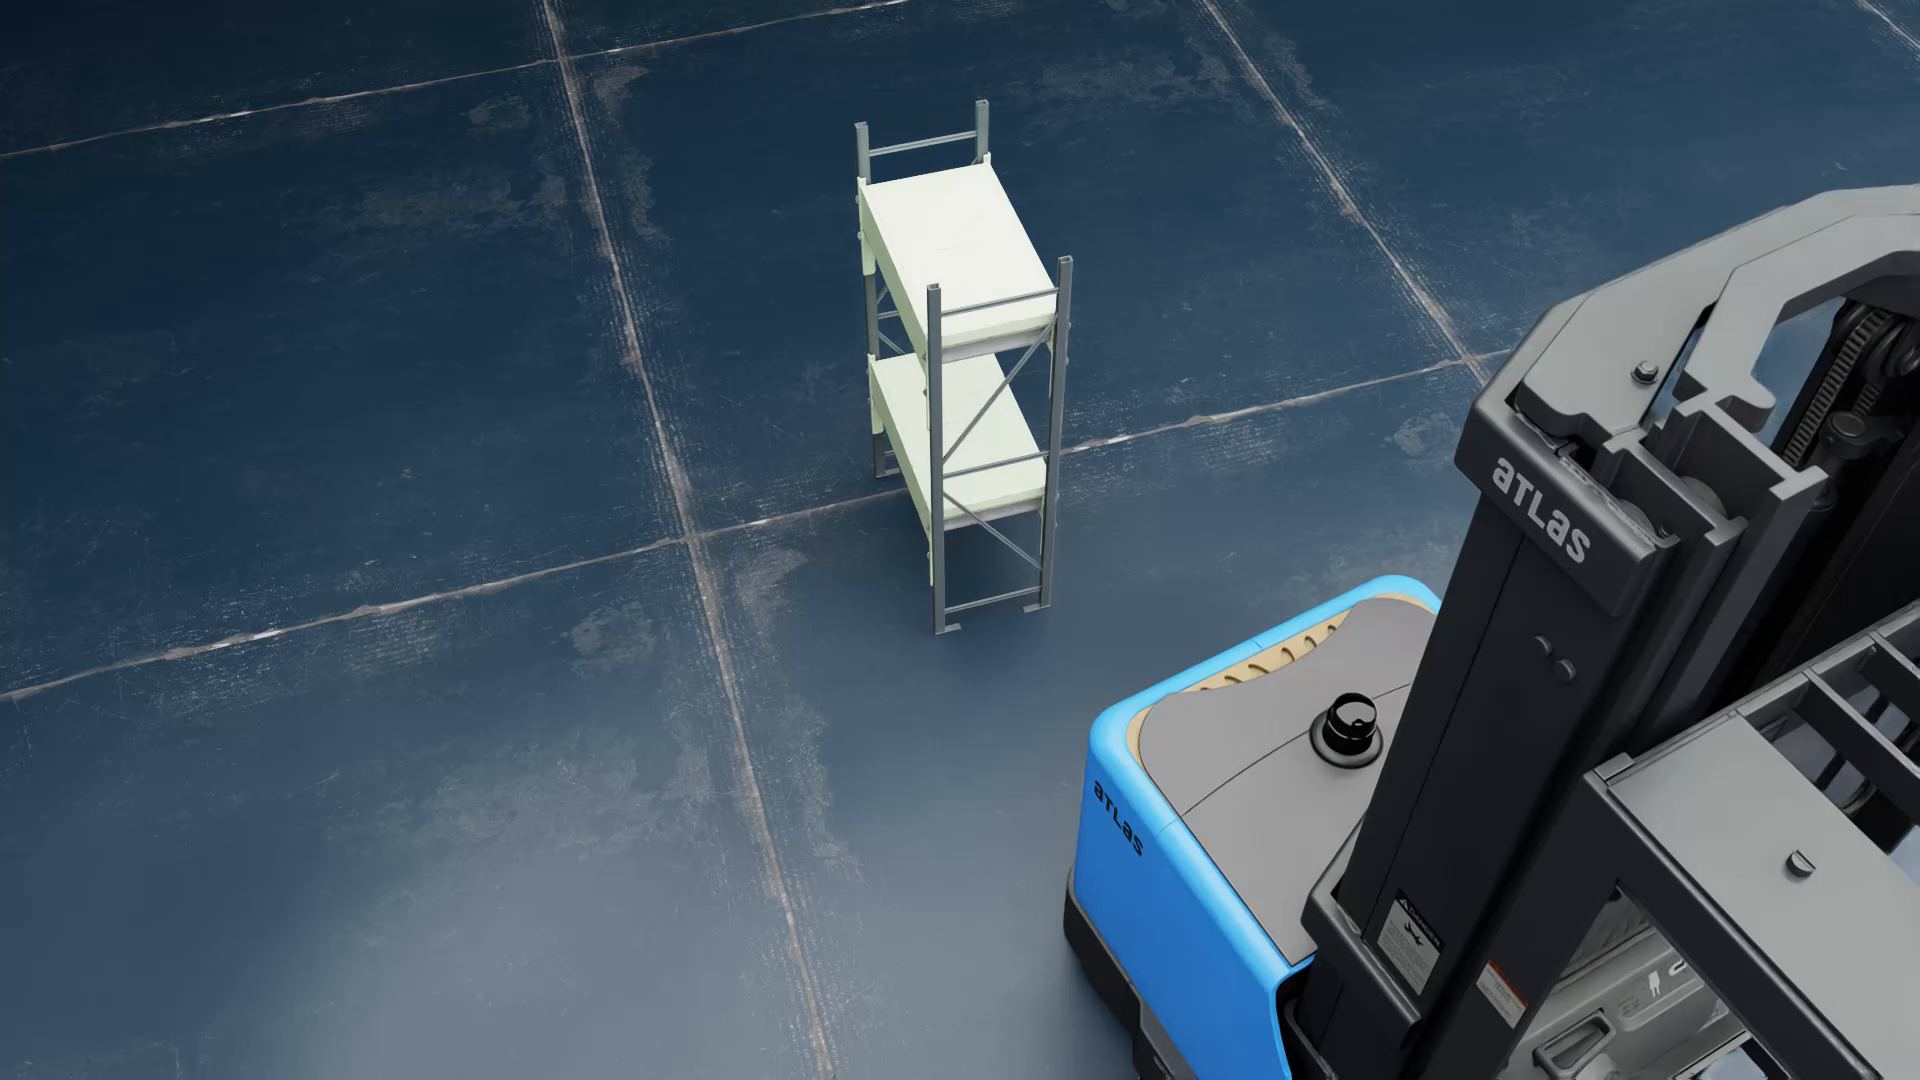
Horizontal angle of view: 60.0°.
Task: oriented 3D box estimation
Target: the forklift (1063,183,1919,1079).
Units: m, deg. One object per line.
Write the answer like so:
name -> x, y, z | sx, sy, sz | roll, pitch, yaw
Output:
forklift -> 1.456, 0.978, 3.009 | 1.130, 2.935, 3.031 | -23, 54, -18

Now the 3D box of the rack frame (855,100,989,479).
rack frame -> -0.110, -0.756, 5.406 | 0.400, 1.500, 0.023 | -13, 51, -11

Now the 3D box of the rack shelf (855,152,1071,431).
rack shelf -> -0.002, -0.740, 4.882 | 0.431, 0.370, 0.720 | -13, 51, -11

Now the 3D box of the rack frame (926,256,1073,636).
rack frame -> 0.106, -0.221, 4.955 | 0.400, 1.500, 0.023 | -13, 51, -11

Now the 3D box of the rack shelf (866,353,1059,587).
rack shelf -> -0.002, -0.278, 5.430 | 0.431, 0.370, 0.720 | -13, 51, -11

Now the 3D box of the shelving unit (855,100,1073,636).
shelving unit -> -0.002, -0.488, 5.181 | 0.431, 1.500, 0.755 | -13, 51, -11
